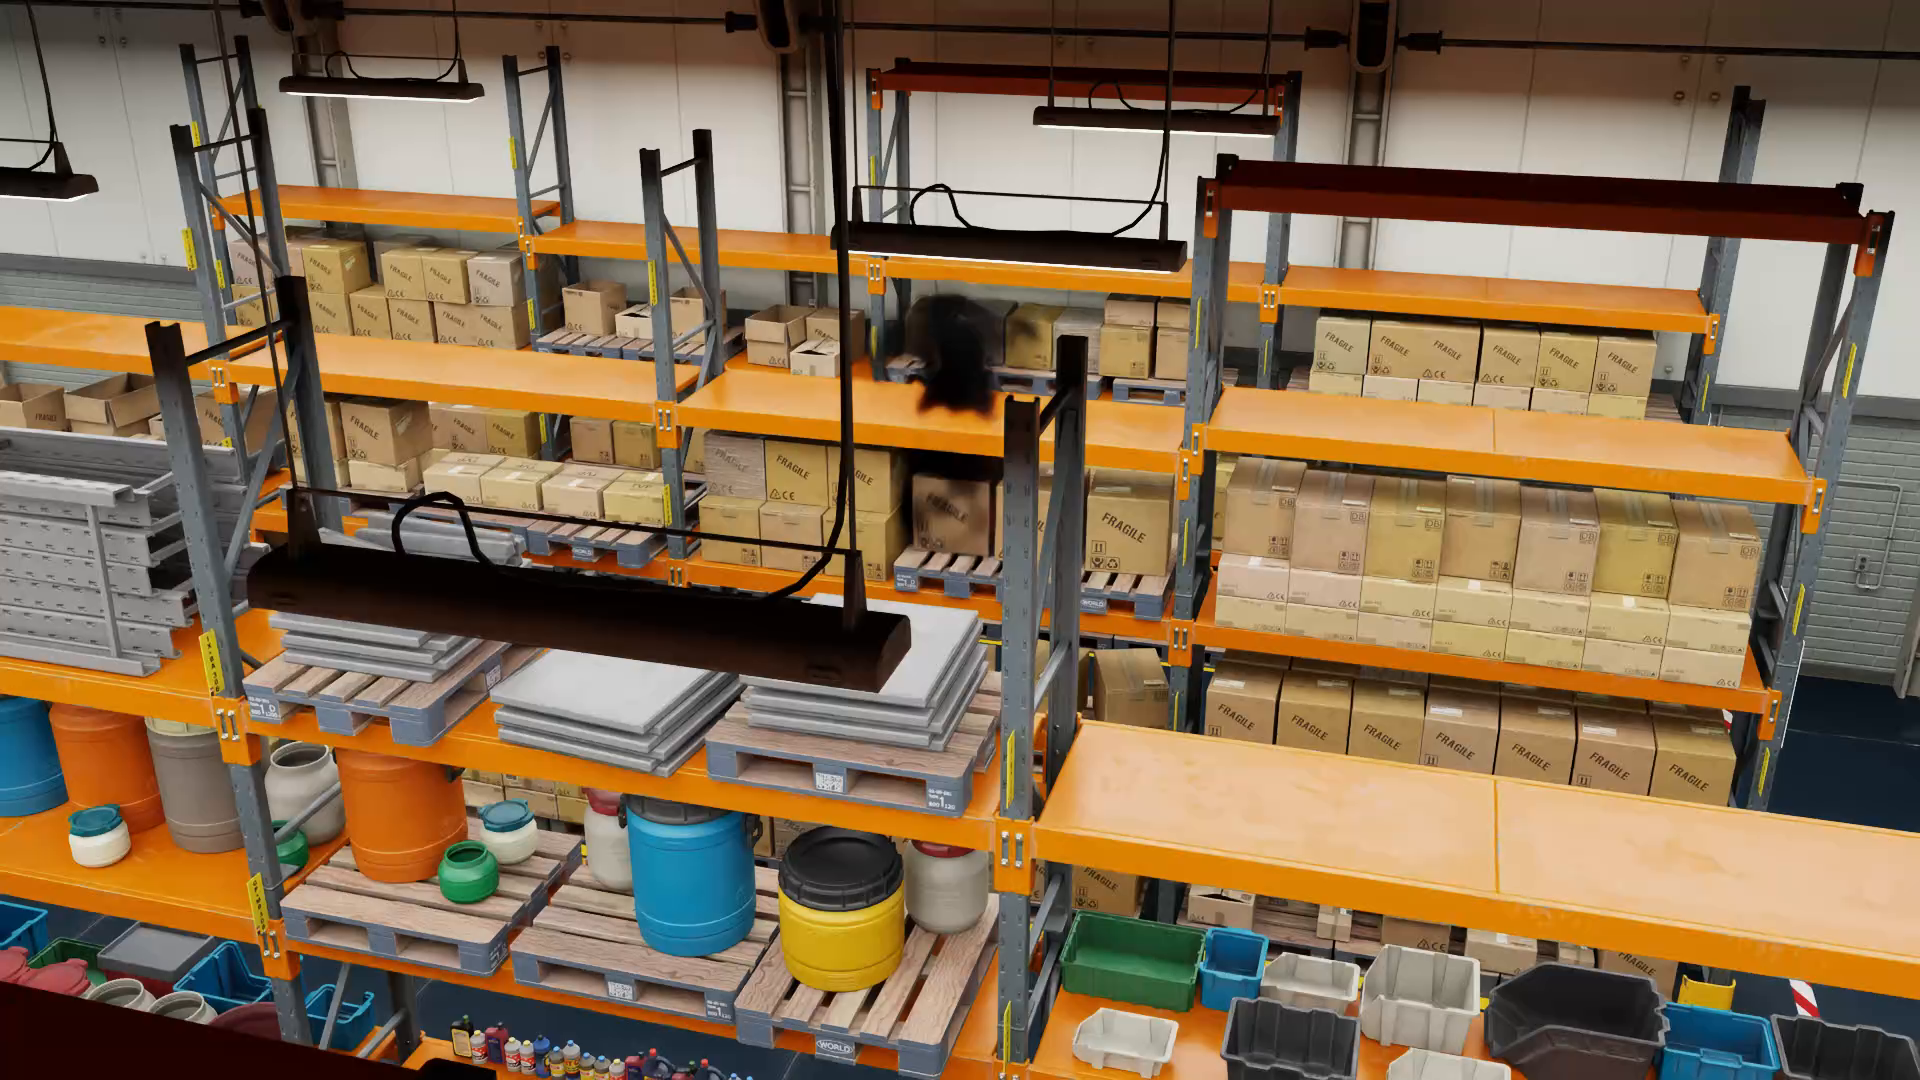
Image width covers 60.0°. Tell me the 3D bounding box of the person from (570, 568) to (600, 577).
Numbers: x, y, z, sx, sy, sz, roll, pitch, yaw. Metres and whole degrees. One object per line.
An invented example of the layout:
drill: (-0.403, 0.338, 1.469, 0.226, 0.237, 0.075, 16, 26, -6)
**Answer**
person: (-3.667, 0.765, 16.809, 0.566, 1.653, 0.646, -10, 25, -23)
